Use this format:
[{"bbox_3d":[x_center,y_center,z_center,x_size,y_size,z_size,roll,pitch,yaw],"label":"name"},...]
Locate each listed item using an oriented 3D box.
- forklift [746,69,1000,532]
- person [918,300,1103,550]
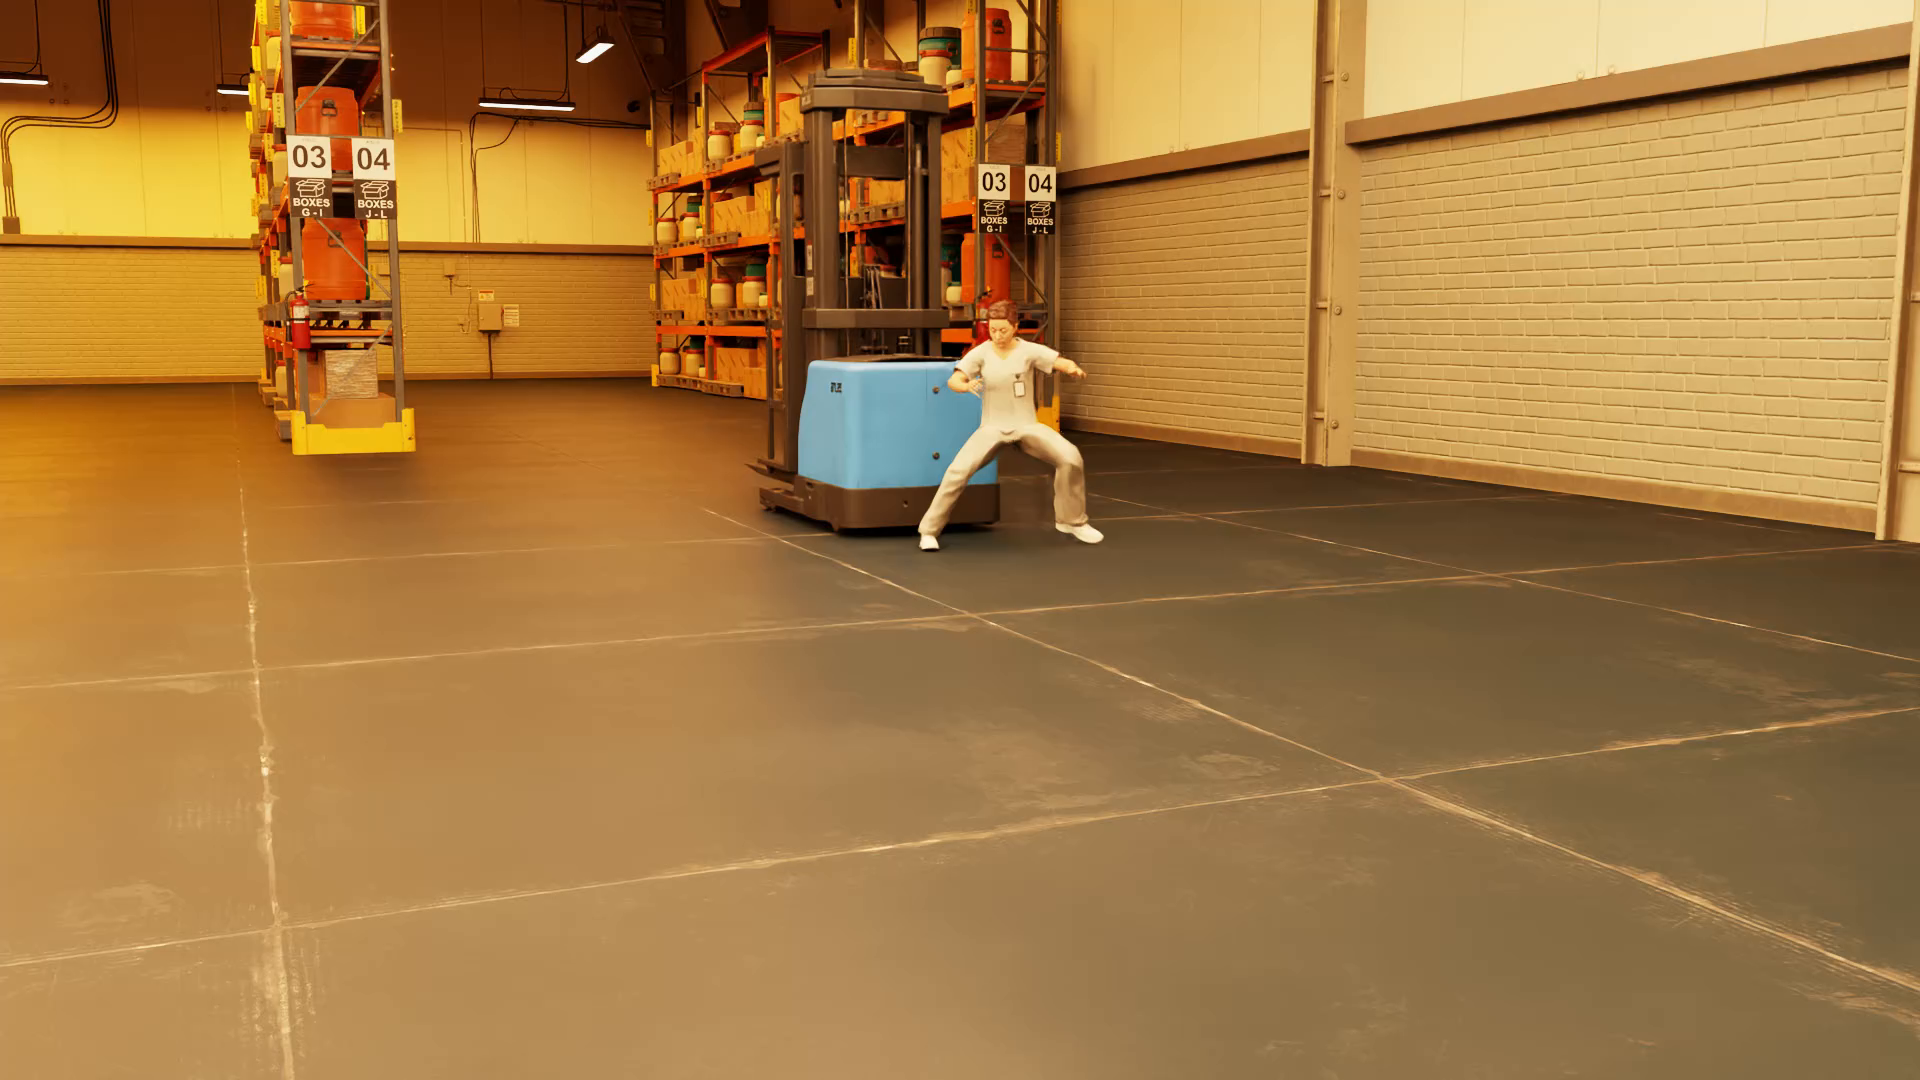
[{"bbox_3d":[-0.773,-1.658,11.515,1.130,2.935,3.031,-3,8,-22],"label":"forklift"},{"bbox_3d":[0.298,-0.676,9.733,1.091,1.448,0.645,1,8,7],"label":"person"}]
